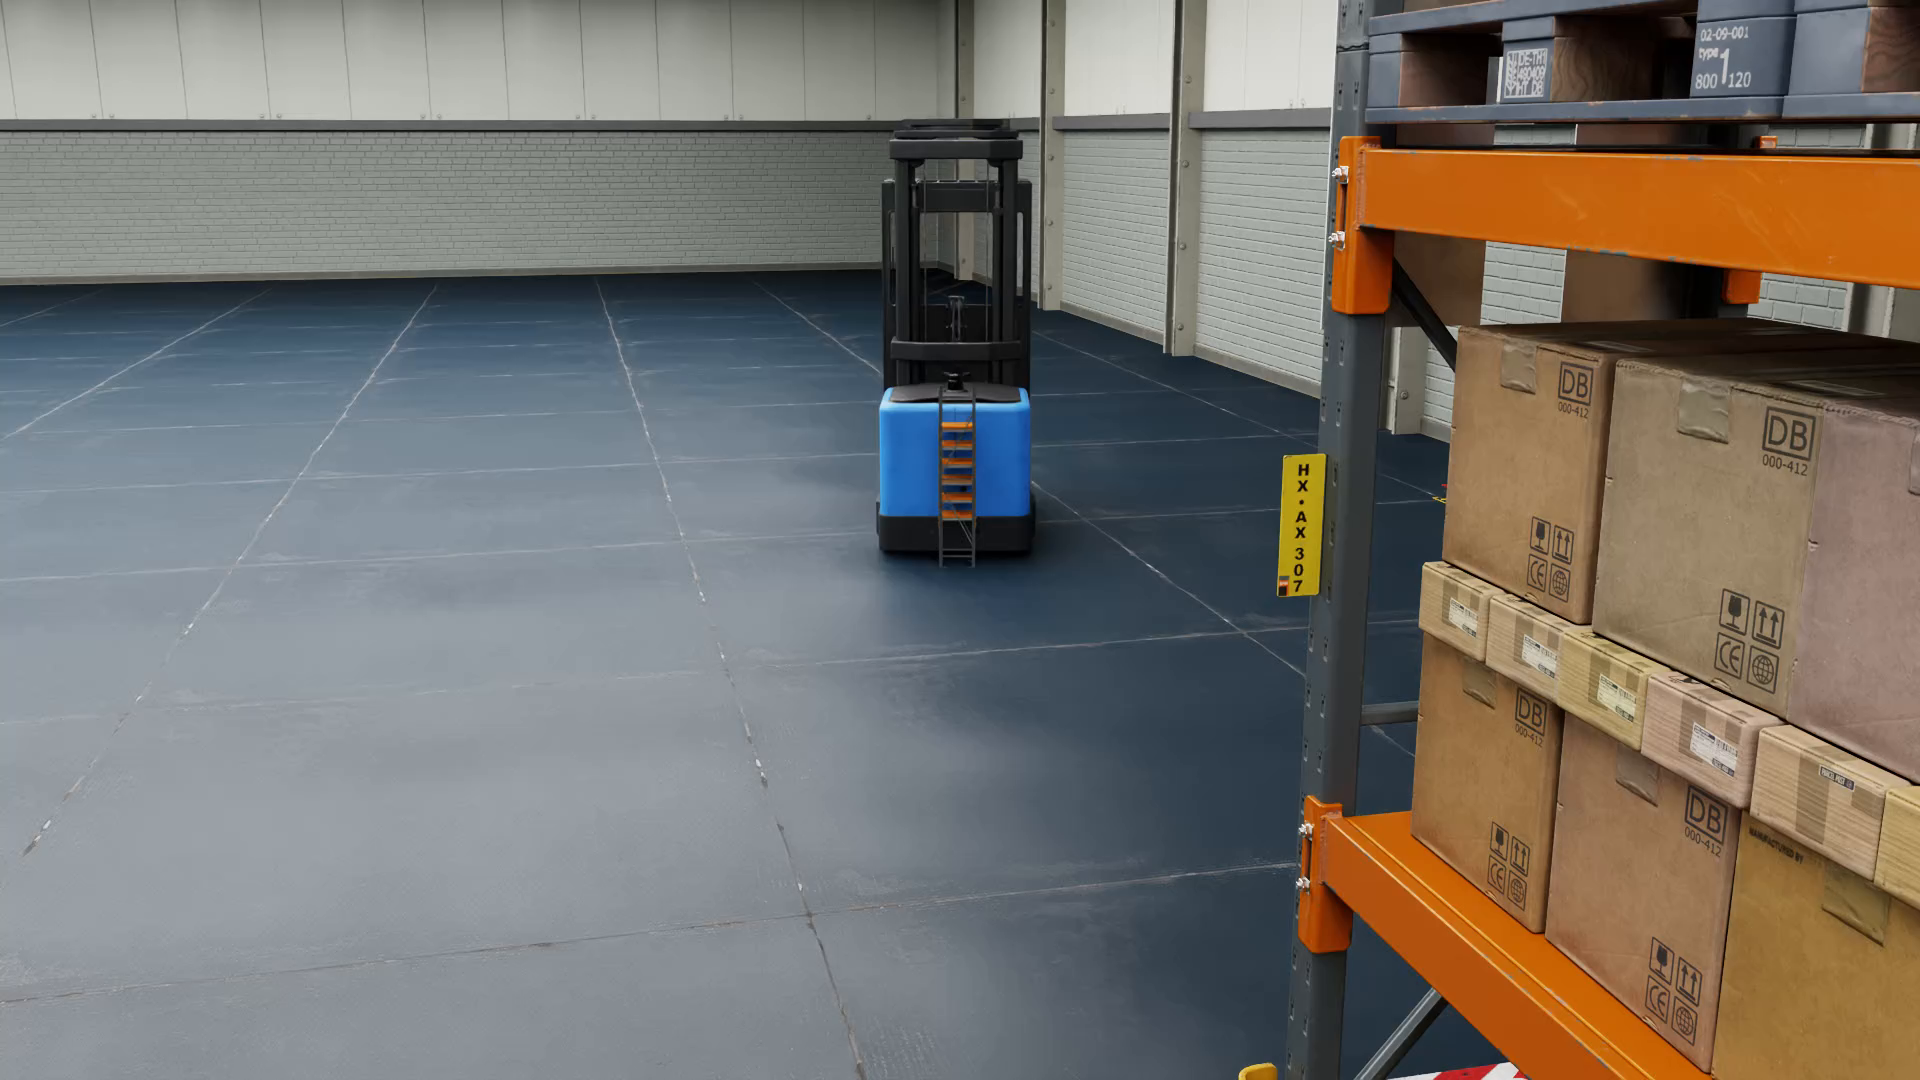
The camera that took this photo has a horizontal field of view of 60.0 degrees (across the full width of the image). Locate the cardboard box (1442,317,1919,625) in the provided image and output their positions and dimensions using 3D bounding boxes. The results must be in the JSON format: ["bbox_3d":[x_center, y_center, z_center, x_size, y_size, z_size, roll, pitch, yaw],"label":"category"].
[{"bbox_3d":[1.419,-0.160,3.319,0.700,0.500,0.500,-3,14,-13],"label":"cardboard box"}]

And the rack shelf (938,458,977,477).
[{"bbox_3d":[-0.018,-0.488,11.080,0.258,0.103,0.180,0,14,0],"label":"rack shelf"}]

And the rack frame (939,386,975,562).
[{"bbox_3d":[-0.017,-0.437,11.187,0.240,1.200,0.006,0,14,0],"label":"rack frame"}]

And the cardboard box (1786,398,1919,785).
[{"bbox_3d":[1.667,0.077,2.348,0.700,0.500,0.500,-3,14,-13],"label":"cardboard box"}]

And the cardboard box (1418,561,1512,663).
[{"bbox_3d":[1.193,0.137,3.471,0.380,0.149,0.250,-3,14,-14],"label":"cardboard box"}]

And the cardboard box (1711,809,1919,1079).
[{"bbox_3d":[1.646,0.693,2.558,0.700,0.500,0.500,-3,14,-13],"label":"cardboard box"}]

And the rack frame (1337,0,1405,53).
[{"bbox_3d":[1.310,-2.517,3.267,1.000,3.000,0.127,-3,14,-13],"label":"rack frame"}]

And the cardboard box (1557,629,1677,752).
[{"bbox_3d":[1.314,0.255,2.986,0.380,0.149,0.250,-3,14,-13],"label":"cardboard box"}]

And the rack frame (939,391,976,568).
[{"bbox_3d":[-0.019,-0.393,11.009,0.240,1.200,0.006,0,14,0],"label":"rack frame"}]

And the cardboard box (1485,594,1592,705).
[{"bbox_3d":[1.257,0.197,3.222,0.380,0.149,0.250,-4,14,-15],"label":"cardboard box"}]

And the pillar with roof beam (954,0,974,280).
[{"bbox_3d":[-4.101,-9.361,31.283,9.100,9.000,0.400,-3,14,-13],"label":"pillar with roof beam"}]

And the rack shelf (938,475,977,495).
[{"bbox_3d":[-0.018,-0.372,11.108,0.258,0.103,0.180,0,14,0],"label":"rack shelf"}]

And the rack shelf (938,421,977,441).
[{"bbox_3d":[-0.018,-0.722,11.023,0.258,0.103,0.180,0,14,0],"label":"rack shelf"}]

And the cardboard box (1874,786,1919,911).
[{"bbox_3d":[1.497,0.434,2.255,0.380,0.149,0.250,-3,14,-14],"label":"cardboard box"}]

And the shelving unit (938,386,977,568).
[{"bbox_3d":[-0.018,-0.415,11.098,0.258,1.200,0.189,0,14,0],"label":"shelving unit"}]

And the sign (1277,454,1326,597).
[{"bbox_3d":[0.769,-0.032,3.746,0.100,0.325,0.005,-3,14,-13],"label":"sign"}]

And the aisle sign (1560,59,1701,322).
[{"bbox_3d":[1.580,-0.897,3.800,0.394,0.787,0.004,-3,14,-13],"label":"aisle sign"}]

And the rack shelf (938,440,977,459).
[{"bbox_3d":[-0.018,-0.605,11.051,0.258,0.103,0.180,0,14,0],"label":"rack shelf"}]

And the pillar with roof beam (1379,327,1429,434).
[{"bbox_3d":[0.126,-5.209,14.286,9.100,9.000,0.400,-3,14,-13],"label":"pillar with roof beam"}]

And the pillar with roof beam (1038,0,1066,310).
[{"bbox_3d":[-2.692,-7.977,25.617,9.100,9.000,0.400,-3,14,-13],"label":"pillar with roof beam"}]

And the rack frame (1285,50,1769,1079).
[{"bbox_3d":[1.310,0.398,3.979,1.000,3.000,0.127,-3,14,-13],"label":"rack frame"}]

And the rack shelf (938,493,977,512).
[{"bbox_3d":[-0.018,-0.255,11.137,0.258,0.103,0.180,0,14,0],"label":"rack shelf"}]

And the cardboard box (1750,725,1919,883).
[{"bbox_3d":[1.437,0.375,2.496,0.380,0.149,0.250,-4,14,-15],"label":"cardboard box"}]

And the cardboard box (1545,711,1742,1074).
[{"bbox_3d":[1.535,0.578,3.029,0.700,0.500,0.500,-3,14,-12],"label":"cardboard box"}]

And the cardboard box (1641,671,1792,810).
[{"bbox_3d":[1.372,0.313,2.747,0.380,0.149,0.250,-4,14,-14],"label":"cardboard box"}]

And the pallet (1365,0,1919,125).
[{"bbox_3d":[1.451,-0.852,2.960,1.003,0.211,1.213,-3,14,-13],"label":"pallet"}]

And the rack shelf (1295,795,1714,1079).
[{"bbox_3d":[1.779,1.209,2.176,1.077,0.370,4.000,-3,14,-13],"label":"rack shelf"}]

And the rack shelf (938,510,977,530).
[{"bbox_3d":[-0.018,-0.139,11.165,0.258,0.103,0.180,0,14,0],"label":"rack shelf"}]

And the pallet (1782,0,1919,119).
[{"bbox_3d":[1.741,-0.570,1.806,1.003,0.211,1.213,-3,14,-13],"label":"pallet"}]

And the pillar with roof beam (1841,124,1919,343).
[{"bbox_3d":[1.535,-3.825,8.620,9.100,9.000,0.400,-3,14,-13],"label":"pillar with roof beam"}]

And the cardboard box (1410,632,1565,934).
[{"bbox_3d":[1.407,0.458,3.523,0.700,0.500,0.500,-3,14,-13],"label":"cardboard box"}]

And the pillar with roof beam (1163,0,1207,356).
[{"bbox_3d":[-1.283,-6.593,19.952,9.100,9.000,0.400,-3,14,-13],"label":"pillar with roof beam"}]

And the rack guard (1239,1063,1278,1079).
[{"bbox_3d":[1.304,1.606,4.298,1.175,0.500,0.348,-3,14,-13],"label":"rack guard"}]

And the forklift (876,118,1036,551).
[{"bbox_3d":[-0.022,-1.639,12.459,1.130,2.935,3.031,0,14,0],"label":"forklift"}]

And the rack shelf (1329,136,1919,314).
[{"bbox_3d":[1.779,-0.249,1.820,1.077,0.370,4.000,-3,14,-13],"label":"rack shelf"}]

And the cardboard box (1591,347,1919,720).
[{"bbox_3d":[1.548,-0.039,2.824,0.700,0.500,0.500,-4,14,-15],"label":"cardboard box"}]

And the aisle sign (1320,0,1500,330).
[{"bbox_3d":[0.997,-0.863,3.663,0.394,0.787,0.004,-3,14,-13],"label":"aisle sign"}]
